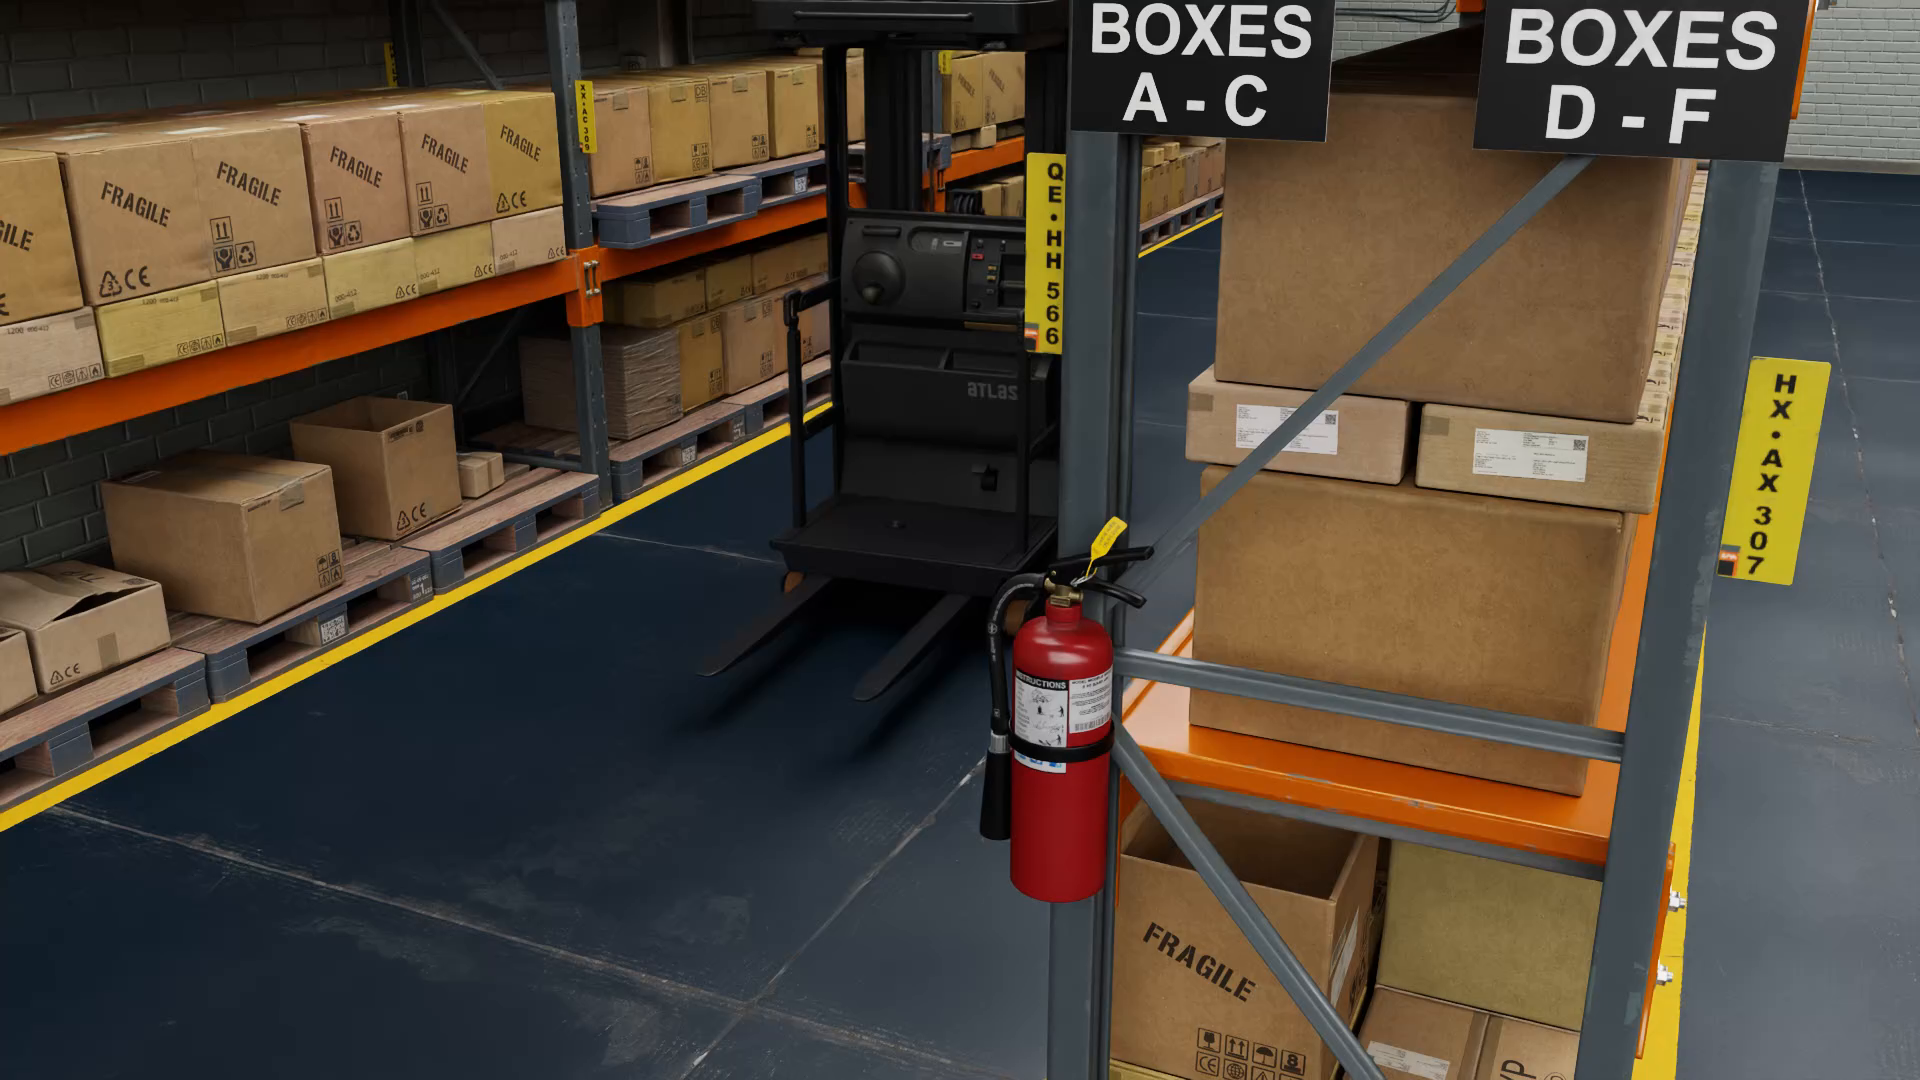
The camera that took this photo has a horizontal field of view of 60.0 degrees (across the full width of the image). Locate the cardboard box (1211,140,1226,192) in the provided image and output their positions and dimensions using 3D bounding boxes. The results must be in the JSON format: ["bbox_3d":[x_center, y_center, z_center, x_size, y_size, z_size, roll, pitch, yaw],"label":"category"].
[{"bbox_3d":[2.480,-4.090,18.098,0.700,0.500,0.500,9,21,23],"label":"cardboard box"}]

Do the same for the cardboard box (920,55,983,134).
[{"bbox_3d":[-0.169,-3.162,11.762,0.500,0.500,0.500,9,22,24],"label":"cardboard box"}]

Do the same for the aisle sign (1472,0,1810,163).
[{"bbox_3d":[0.896,-0.891,2.118,0.394,0.787,0.004,9,21,23],"label":"aisle sign"}]

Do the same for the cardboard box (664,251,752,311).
[{"bbox_3d":[-1.566,-1.534,9.762,0.500,0.250,0.500,8,21,21],"label":"cardboard box"}]

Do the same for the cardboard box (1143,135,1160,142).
[{"bbox_3d":[1.831,-4.074,17.083,0.380,0.149,0.250,9,21,23],"label":"cardboard box"}]

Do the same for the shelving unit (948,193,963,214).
[{"bbox_3d":[0.418,-1.158,8.988,0.538,1.500,1.048,11,22,29],"label":"shelving unit"}]

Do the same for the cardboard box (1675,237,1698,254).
[{"bbox_3d":[1.739,-0.722,4.404,0.380,0.149,0.250,9,22,24],"label":"cardboard box"}]

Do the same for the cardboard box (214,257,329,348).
[{"bbox_3d":[-2.765,-0.921,6.276,0.500,0.250,0.500,9,21,23],"label":"cardboard box"}]

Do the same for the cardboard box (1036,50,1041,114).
[{"bbox_3d":[0.465,-3.633,13.085,0.500,0.500,0.500,9,22,24],"label":"cardboard box"}]

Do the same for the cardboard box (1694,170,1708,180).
[{"bbox_3d":[2.366,-1.191,5.725,0.380,0.149,0.250,9,21,23],"label":"cardboard box"}]

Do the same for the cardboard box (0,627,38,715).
[{"bbox_3d":[-3.511,0.454,5.573,0.500,0.311,0.500,6,20,17],"label":"cardboard box"}]

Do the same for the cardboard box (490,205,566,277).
[{"bbox_3d":[-2.156,-1.382,7.572,0.500,0.250,0.500,9,21,23],"label":"cardboard box"}]

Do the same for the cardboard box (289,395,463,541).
[{"bbox_3d":[-2.627,-0.336,7.512,0.500,0.500,0.500,7,21,19],"label":"cardboard box"}]

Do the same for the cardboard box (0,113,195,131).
[{"bbox_3d":[-3.249,-1.337,6.327,0.500,0.500,0.500,9,21,23],"label":"cardboard box"}]

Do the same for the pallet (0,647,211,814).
[{"bbox_3d":[-3.481,0.640,5.853,1.003,0.211,1.213,9,21,23],"label":"pallet"}]

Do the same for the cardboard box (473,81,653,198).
[{"bbox_3d":[-1.999,-2.035,8.408,0.700,0.500,0.500,9,21,23],"label":"cardboard box"}]

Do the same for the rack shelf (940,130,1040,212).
[{"bbox_3d":[0.218,-3.125,13.352,1.077,0.370,4.000,9,21,23],"label":"rack shelf"}]

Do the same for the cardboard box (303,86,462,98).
[{"bbox_3d":[-2.622,-1.807,7.647,0.500,0.500,0.500,8,21,21],"label":"cardboard box"}]

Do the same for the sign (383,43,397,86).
[{"bbox_3d":[-2.747,-2.250,8.092,0.100,0.325,0.005,9,21,23],"label":"sign"}]

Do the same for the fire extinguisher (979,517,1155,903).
[{"bbox_3d":[0.172,0.281,2.819,0.296,0.674,0.183,9,21,23],"label":"fire extinguisher"}]

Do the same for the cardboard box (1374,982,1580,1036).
[{"bbox_3d":[1.268,1.083,3.925,0.500,0.250,0.500,9,21,23],"label":"cardboard box"}]

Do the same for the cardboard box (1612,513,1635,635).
[{"bbox_3d":[1.057,-0.078,3.561,0.700,0.500,0.500,9,22,24],"label":"cardboard box"}]

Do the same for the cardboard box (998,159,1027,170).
[{"bbox_3d":[0.528,-2.772,13.867,0.750,0.750,0.750,9,22,24],"label":"cardboard box"}]

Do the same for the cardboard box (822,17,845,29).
[{"bbox_3d":[-0.652,-3.577,11.807,0.500,0.250,0.500,9,22,24],"label":"cardboard box"}]

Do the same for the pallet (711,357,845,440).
[{"bbox_3d":[-1.423,-0.928,10.264,1.003,0.211,1.213,9,21,23],"label":"pallet"}]

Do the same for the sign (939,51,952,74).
[{"bbox_3d":[-0.102,-3.289,11.131,0.100,0.325,0.005,9,21,23],"label":"sign"}]

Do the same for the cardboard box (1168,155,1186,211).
[{"bbox_3d":[1.858,-3.620,16.774,0.700,0.500,0.500,9,22,24],"label":"cardboard box"}]

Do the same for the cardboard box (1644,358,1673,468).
[{"bbox_3d":[1.107,-0.253,3.085,0.380,0.149,0.250,8,21,21],"label":"cardboard box"}]

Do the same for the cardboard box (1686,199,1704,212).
[{"bbox_3d":[2.051,-0.955,5.061,0.380,0.149,0.250,9,21,23],"label":"cardboard box"}]

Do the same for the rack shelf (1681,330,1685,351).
[{"bbox_3d":[3.101,-1.224,8.006,1.077,0.370,4.000,9,21,23],"label":"rack shelf"}]

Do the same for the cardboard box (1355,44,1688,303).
[{"bbox_3d":[1.285,-0.859,3.824,0.700,0.500,0.500,9,21,23],"label":"cardboard box"}]

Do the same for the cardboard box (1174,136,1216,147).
[{"bbox_3d":[2.489,-4.253,17.588,0.380,0.149,0.250,9,22,24],"label":"cardboard box"}]

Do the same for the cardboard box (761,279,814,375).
[{"bbox_3d":[-1.343,-1.357,10.383,0.700,0.500,0.500,8,21,22],"label":"cardboard box"}]

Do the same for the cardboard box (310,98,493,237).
[{"bbox_3d":[-2.350,-1.581,7.014,0.500,0.500,0.500,8,21,22],"label":"cardboard box"}]

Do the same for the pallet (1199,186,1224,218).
[{"bbox_3d":[2.419,-3.729,18.139,1.003,0.211,1.213,9,21,23],"label":"pallet"}]

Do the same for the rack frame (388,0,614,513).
[{"bbox_3d":[-2.239,-1.630,8.075,1.000,3.000,0.127,9,21,23],"label":"rack frame"}]

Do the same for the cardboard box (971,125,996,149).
[{"bbox_3d":[0.042,-2.958,12.154,0.380,0.149,0.250,9,22,24],"label":"cardboard box"}]

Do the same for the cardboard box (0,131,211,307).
[{"bbox_3d":[-2.978,-1.110,5.689,0.500,0.500,0.500,8,21,21],"label":"cardboard box"}]

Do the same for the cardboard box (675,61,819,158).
[{"bbox_3d":[-1.274,-2.578,9.935,0.700,0.500,0.500,9,21,23],"label":"cardboard box"}]

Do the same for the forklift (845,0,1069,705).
[{"bbox_3d":[0.112,-1.119,6.741,1.130,2.935,3.031,-1,20,-2],"label":"forklift"}]

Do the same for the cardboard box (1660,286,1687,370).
[{"bbox_3d":[1.422,-0.487,3.745,0.380,0.149,0.250,8,21,21],"label":"cardboard box"}]

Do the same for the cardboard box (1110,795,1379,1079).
[{"bbox_3d":[0.592,0.811,3.569,0.500,0.500,0.500,9,21,23],"label":"cardboard box"}]

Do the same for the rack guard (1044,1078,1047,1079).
[{"bbox_3d":[0.634,1.457,3.126,1.175,0.500,0.348,9,21,23],"label":"rack guard"}]

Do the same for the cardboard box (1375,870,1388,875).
[{"bbox_3d":[0.991,0.857,4.558,0.500,0.250,0.500,9,21,23],"label":"cardboard box"}]

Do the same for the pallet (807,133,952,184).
[{"bbox_3d":[-0.796,-2.530,10.891,1.213,0.211,1.003,9,21,23],"label":"pallet"}]

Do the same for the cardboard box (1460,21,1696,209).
[{"bbox_3d":[1.900,-1.318,5.114,0.700,0.500,0.500,8,21,23],"label":"cardboard box"}]

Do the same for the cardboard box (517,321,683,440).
[{"bbox_3d":[-1.953,-0.886,9.059,0.700,0.500,0.500,9,22,25],"label":"cardboard box"}]

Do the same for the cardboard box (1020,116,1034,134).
[{"bbox_3d":[0.363,-3.283,13.068,0.380,0.149,0.250,9,21,23],"label":"cardboard box"}]

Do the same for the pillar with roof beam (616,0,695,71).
[{"bbox_3d":[2.005,-4.810,8.063,9.100,9.000,0.400,9,21,23],"label":"pillar with roof beam"}]
